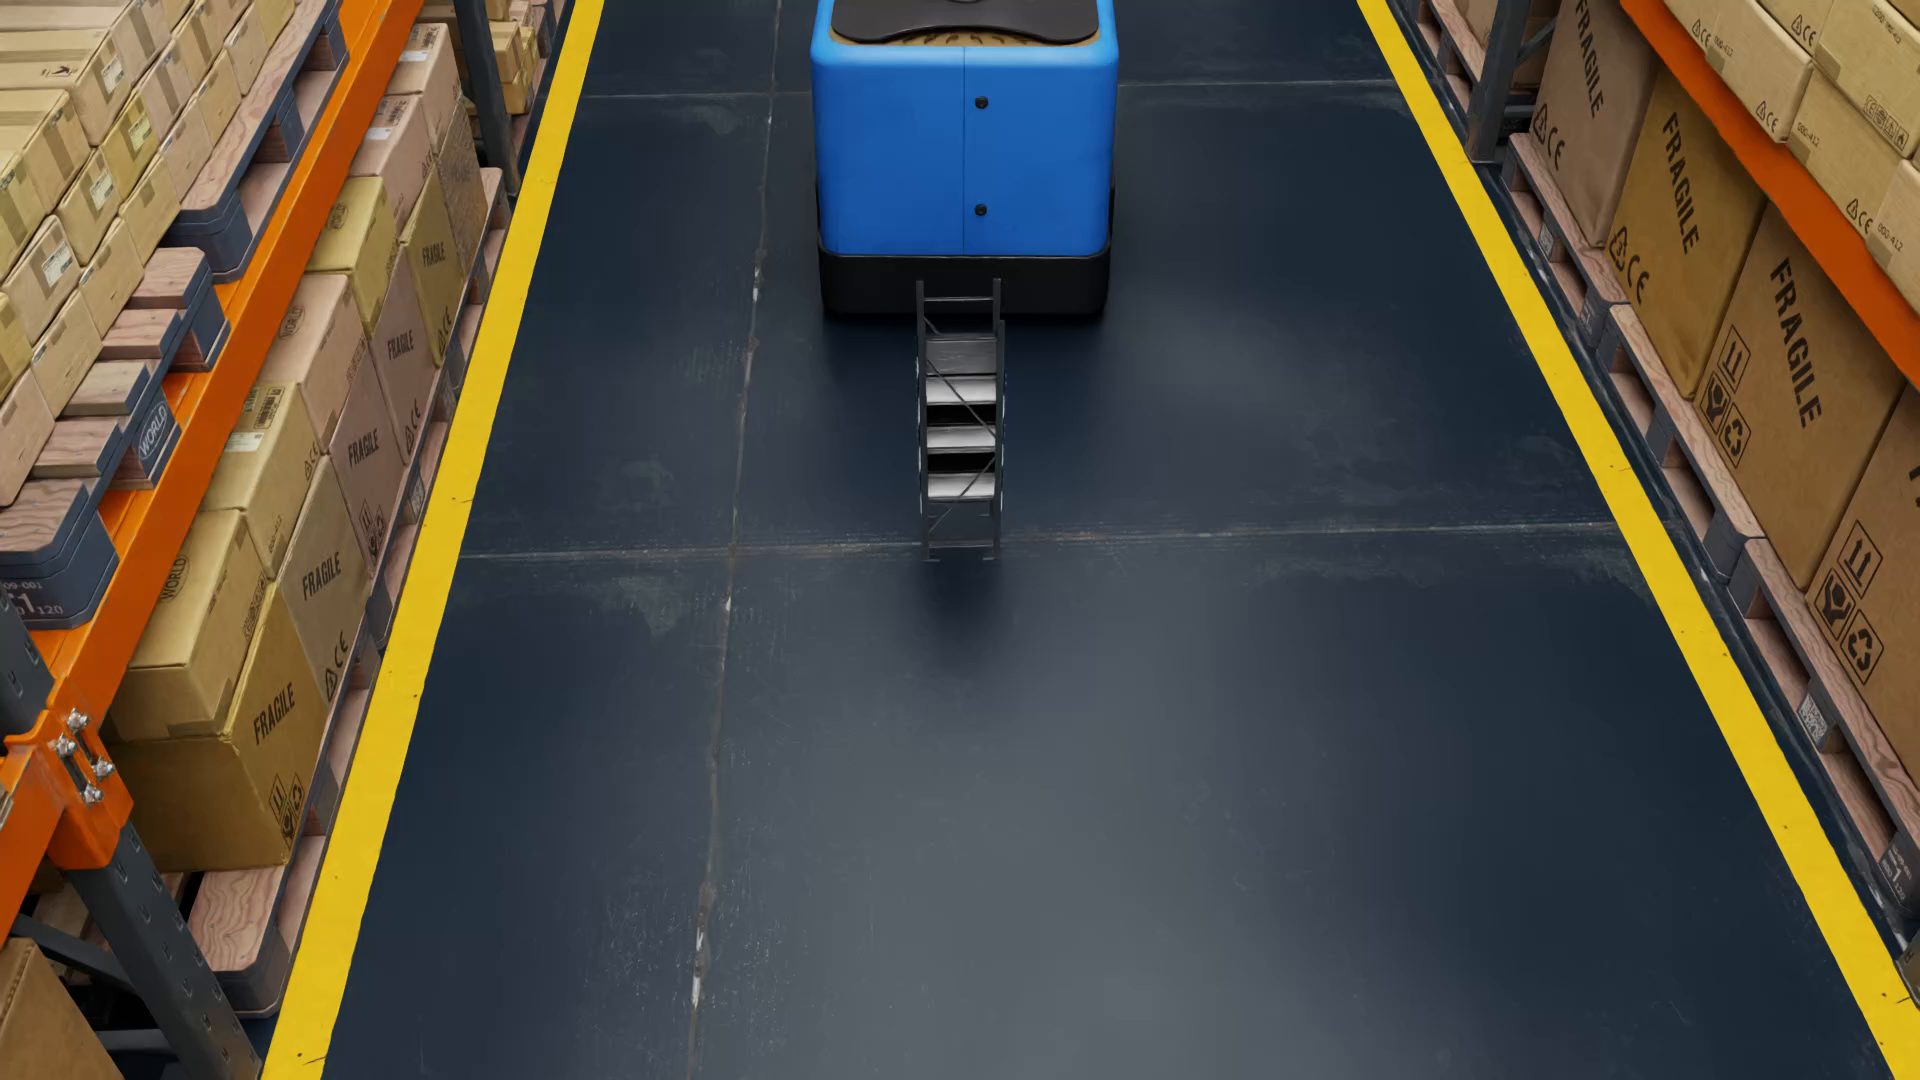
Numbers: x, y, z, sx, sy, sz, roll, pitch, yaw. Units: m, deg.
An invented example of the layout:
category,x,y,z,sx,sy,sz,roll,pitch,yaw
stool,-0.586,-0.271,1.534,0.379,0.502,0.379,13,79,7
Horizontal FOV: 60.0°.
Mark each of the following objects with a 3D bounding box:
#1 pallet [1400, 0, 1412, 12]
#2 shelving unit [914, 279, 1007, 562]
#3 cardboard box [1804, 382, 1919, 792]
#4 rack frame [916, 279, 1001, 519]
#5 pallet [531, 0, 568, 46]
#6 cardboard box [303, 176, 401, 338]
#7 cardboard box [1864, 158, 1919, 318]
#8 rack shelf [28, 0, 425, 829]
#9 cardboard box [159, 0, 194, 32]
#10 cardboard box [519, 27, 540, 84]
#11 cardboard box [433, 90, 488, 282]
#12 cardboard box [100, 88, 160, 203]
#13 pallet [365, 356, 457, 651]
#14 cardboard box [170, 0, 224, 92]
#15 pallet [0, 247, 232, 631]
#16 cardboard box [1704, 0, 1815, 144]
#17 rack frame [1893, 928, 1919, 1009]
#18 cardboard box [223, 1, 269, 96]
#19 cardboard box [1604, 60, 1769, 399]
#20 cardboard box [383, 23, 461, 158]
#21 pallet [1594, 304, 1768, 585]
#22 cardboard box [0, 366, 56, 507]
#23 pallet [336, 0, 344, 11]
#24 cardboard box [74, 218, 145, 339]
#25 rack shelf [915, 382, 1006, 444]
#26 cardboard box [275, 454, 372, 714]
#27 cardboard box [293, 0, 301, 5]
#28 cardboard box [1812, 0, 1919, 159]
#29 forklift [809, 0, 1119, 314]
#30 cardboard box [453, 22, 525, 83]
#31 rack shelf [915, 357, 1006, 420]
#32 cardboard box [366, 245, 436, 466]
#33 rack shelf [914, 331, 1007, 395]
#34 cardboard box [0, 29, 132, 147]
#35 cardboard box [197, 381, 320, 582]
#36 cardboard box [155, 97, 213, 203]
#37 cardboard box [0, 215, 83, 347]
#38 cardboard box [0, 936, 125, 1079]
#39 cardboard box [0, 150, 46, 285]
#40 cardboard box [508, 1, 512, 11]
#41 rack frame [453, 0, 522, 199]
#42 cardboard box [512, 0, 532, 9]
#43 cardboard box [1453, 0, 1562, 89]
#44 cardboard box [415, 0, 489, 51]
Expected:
category,x,y,z,sx,sy,sz,roll,pitch,yaw
pallet,2.628,-3.044,8.415,1.003,0.211,1.213,-2,43,-2
shelving unit,0.000,-0.337,4.952,0.258,0.900,0.210,-2,43,-2
cardboard box,2.861,0.129,4.151,0.875,0.875,0.875,-2,43,-2
rack frame,-0.005,-0.406,5.027,0.240,0.900,0.006,-2,43,-2
pallet,-2.423,-2.770,8.116,1.003,0.211,1.213,-2,43,-2
cardboard box,-1.975,-0.831,4.921,0.500,0.250,0.500,-3,43,-4
cardboard box,2.489,-0.653,3.854,0.500,0.250,0.500,-1,43,-1
rack shelf,-2.219,-0.905,4.550,1.077,0.370,4.000,-2,43,-2
cardboard box,-2.018,-1.306,3.890,0.380,0.149,0.250,0,43,0
cardboard box,-2.010,-2.059,7.075,0.380,0.149,0.250,0,43,-1
cardboard box,-2.021,-1.261,5.945,0.500,0.500,0.500,-2,43,-3
cardboard box,-1.994,-0.857,3.620,0.380,0.149,0.250,-1,43,-2
pallet,-2.215,-0.141,5.248,1.003,0.211,1.213,-2,43,-2
cardboard box,-2.010,-1.193,3.987,0.380,0.149,0.250,-2,43,-2
pallet,-2.271,-0.227,3.420,1.213,0.211,1.003,-2,43,-2
cardboard box,2.433,-1.337,4.600,0.500,0.250,0.500,-2,43,-2
rack frame,2.807,-0.030,3.063,1.000,3.000,0.127,-2,43,-2
cardboard box,-2.020,-1.261,4.281,0.380,0.149,0.250,-3,43,-3
cardboard box,2.789,-1.076,5.466,0.875,0.875,0.875,-1,43,-1
cardboard box,-2.020,-1.535,5.689,0.500,0.250,0.500,-3,43,-3
pallet,2.800,-0.358,5.485,1.003,0.211,1.213,-2,43,-2
cardboard box,-1.952,-0.190,3.113,0.380,0.149,0.250,-2,43,-2
pallet,-2.417,-1.930,5.277,1.003,0.211,1.213,-2,43,-2
cardboard box,-1.975,-0.553,3.509,0.380,0.149,0.250,0,43,0
rack shelf,0.000,-0.379,4.914,0.258,0.077,0.200,-2,43,-2
cardboard box,-1.934,0.122,4.436,0.500,0.500,0.500,-1,43,-1
cardboard box,-2.041,-1.620,4.672,0.380,0.149,0.250,-3,43,-4
cardboard box,2.465,-1.170,4.048,0.500,0.250,0.500,-3,43,-3
forklift,0.032,-2.874,6.216,1.130,2.935,3.031,0,43,1
cardboard box,-2.000,-1.988,6.778,0.380,0.149,0.250,0,43,0
rack shelf,0.000,-0.445,4.853,0.258,0.077,0.200,-2,43,-2
cardboard box,-1.982,-0.569,5.190,0.500,0.500,0.500,-3,43,-3
rack shelf,0.000,-0.512,4.792,0.258,0.077,0.200,-2,43,-2
cardboard box,-1.991,-0.945,3.496,0.380,0.149,0.250,-3,43,-4
cardboard box,-1.943,-0.145,4.172,0.500,0.250,0.500,-2,43,-2
cardboard box,-2.002,-0.915,3.904,0.380,0.149,0.250,0,43,0
cardboard box,-1.968,-0.507,3.238,0.380,0.149,0.250,0,43,0
cardboard box,-2.198,1.268,3.001,1.050,0.750,0.750,-2,43,-2
cardboard box,-1.975,-0.600,3.120,0.380,0.149,0.250,-3,43,-3
cardboard box,-2.147,-2.320,7.140,0.380,0.149,0.250,-2,43,-2
rack frame,-2.304,-2.520,5.780,1.000,3.000,0.127,-2,43,-2
cardboard box,-2.133,-2.395,7.442,0.380,0.149,0.250,-2,43,-3
cardboard box,2.718,-2.368,7.199,0.875,0.438,0.875,-2,43,-2
cardboard box,-2.112,-2.082,6.660,0.380,0.149,0.250,0,43,0
